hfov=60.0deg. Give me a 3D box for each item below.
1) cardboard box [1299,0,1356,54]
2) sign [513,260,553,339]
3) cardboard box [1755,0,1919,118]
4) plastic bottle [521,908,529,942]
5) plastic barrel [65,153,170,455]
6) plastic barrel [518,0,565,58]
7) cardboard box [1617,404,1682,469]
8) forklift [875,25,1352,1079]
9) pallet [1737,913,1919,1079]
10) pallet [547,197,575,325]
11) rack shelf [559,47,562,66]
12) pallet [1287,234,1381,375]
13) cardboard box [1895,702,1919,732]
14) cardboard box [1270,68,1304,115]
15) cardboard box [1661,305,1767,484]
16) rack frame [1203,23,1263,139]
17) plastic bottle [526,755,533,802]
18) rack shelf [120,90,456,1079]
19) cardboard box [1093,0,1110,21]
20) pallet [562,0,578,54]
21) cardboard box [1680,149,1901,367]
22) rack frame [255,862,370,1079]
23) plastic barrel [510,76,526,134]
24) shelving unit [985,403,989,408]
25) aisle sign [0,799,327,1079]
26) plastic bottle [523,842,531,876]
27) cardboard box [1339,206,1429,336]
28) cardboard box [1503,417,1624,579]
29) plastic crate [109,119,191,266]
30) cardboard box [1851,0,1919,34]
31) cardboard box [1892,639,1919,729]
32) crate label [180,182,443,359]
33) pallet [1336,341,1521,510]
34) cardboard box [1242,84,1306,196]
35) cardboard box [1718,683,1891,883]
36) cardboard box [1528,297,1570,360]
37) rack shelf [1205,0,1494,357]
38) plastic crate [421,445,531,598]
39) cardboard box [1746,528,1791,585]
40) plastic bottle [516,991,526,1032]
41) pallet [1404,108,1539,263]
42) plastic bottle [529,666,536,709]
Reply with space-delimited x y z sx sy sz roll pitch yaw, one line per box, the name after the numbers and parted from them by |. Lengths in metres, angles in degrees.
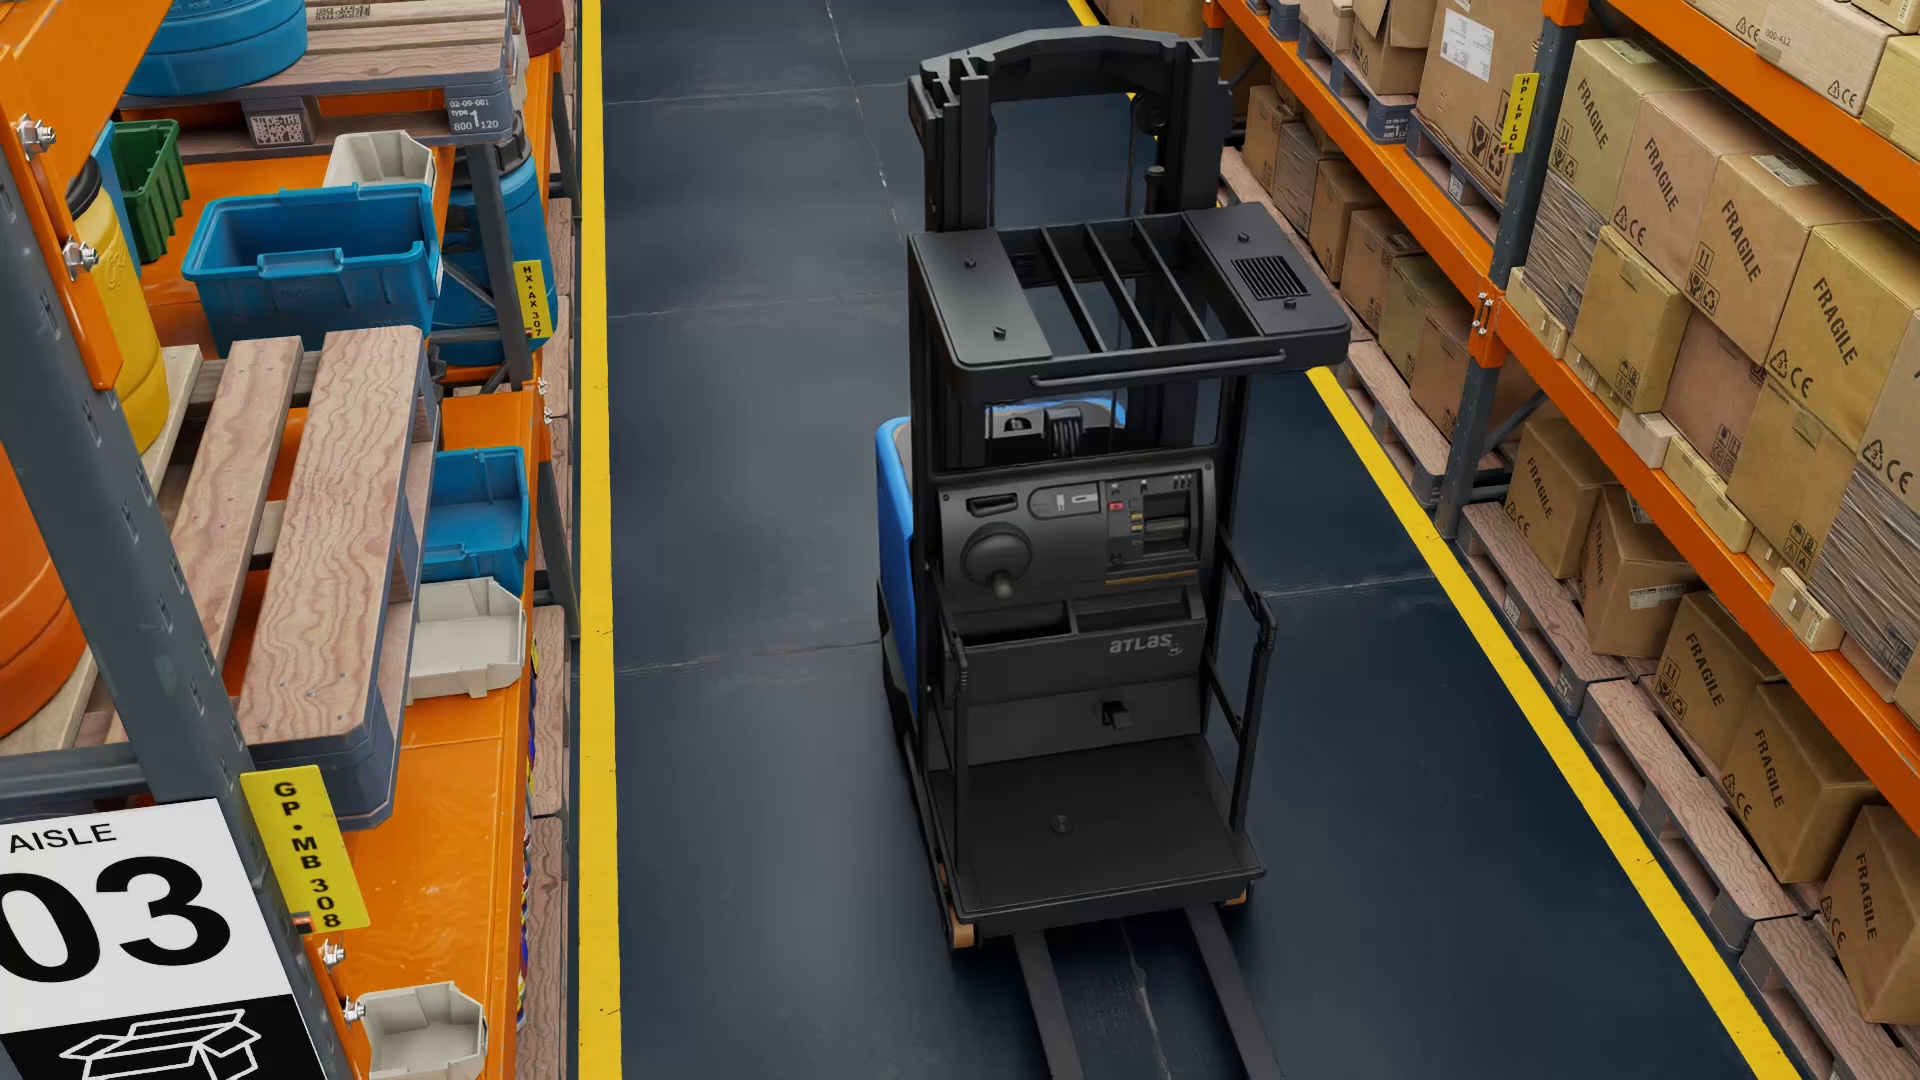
2.098 -2.757 8.634 0.500 0.250 0.500 -7 38 -9 | cardboard box
-1.601 -0.900 6.238 0.100 0.325 0.005 -6 38 -8 | sign
2.733 -1.477 4.883 0.500 0.250 0.500 -8 38 -10 | cardboard box
-1.514 1.246 5.567 0.097 0.271 0.097 0 38 0 | plastic bottle
-1.768 -0.422 2.908 0.600 0.588 0.600 0 38 0 | plastic barrel
-2.466 -2.961 9.005 0.600 0.536 0.708 -6 38 -8 | plastic barrel
2.632 -0.404 6.030 0.380 0.149 0.250 -6 38 -8 | cardboard box
0.435 0.037 5.314 1.130 2.935 3.031 -7 38 -9 | forklift
3.312 1.706 5.383 1.003 0.211 1.213 -6 38 -8 | pallet
-2.748 -1.581 9.613 1.003 0.211 1.213 -6 38 -8 | pallet
-3.196 -4.078 11.141 1.077 0.370 4.000 -6 38 -8 | rack shelf
2.377 -1.379 9.352 1.003 0.211 1.213 -6 38 -8 | pallet
3.011 0.489 4.880 0.380 0.149 0.250 -6 38 -8 | cardboard box
2.178 -2.769 9.936 0.500 0.250 0.500 -5 38 -6 | cardboard box
2.990 -0.553 5.693 0.875 0.500 0.500 -6 38 -8 | cardboard box
2.031 -3.687 10.051 1.000 3.000 0.127 -6 38 -8 | rack frame
-1.657 0.803 6.072 0.144 0.351 0.185 -6 38 -8 | plastic bottle
-1.794 -0.431 4.001 1.077 0.370 4.000 -6 38 -8 | rack shelf
1.619 -4.506 12.495 1.225 0.875 0.875 -7 38 -10 | cardboard box
-3.452 -3.999 12.725 1.003 0.211 1.213 -6 38 -8 | pallet
2.737 -0.920 5.350 0.500 0.500 0.500 -6 38 -8 | cardboard box
-1.443 1.677 3.146 1.000 3.000 0.127 -6 38 -8 | rack frame
-2.300 -2.098 7.895 0.433 0.535 0.433 0 38 0 | plastic barrel
-0.029 -0.574 7.511 0.258 1.200 0.503 -6 38 -8 | shelving unit
-1.142 0.663 2.333 0.394 0.787 0.004 -6 38 -8 | aisle sign
-1.567 1.063 5.802 0.097 0.271 0.097 0 38 0 | plastic bottle
2.482 -1.459 8.862 0.700 0.500 0.500 -9 39 -12 | cardboard box
2.763 -0.204 7.263 0.500 0.500 0.500 -7 38 -9 | cardboard box
-2.136 -0.857 4.136 0.336 0.188 0.450 -6 38 -8 | plastic crate
2.751 -1.541 4.641 0.380 0.149 0.250 -7 38 -9 | cardboard box
3.158 0.364 4.513 0.875 0.500 0.500 -6 38 -8 | cardboard box
-1.446 -0.614 3.772 0.502 0.251 0.408 -6 38 -8 | crate label
2.594 -0.640 8.402 1.003 0.211 1.213 -6 38 -8 | pallet
2.168 -2.471 10.165 0.700 0.500 0.500 -8 39 -10 | cardboard box
3.111 0.849 5.907 0.500 0.500 0.500 -3 38 -4 | cardboard box
2.505 -0.857 6.614 0.380 0.149 0.250 -6 38 -8 | cardboard box
2.381 -2.195 8.717 1.077 0.370 4.000 -6 38 -8 | rack shelf
-1.683 -0.041 5.478 0.499 0.251 0.616 -6 38 -8 | plastic crate
2.838 0.041 5.457 0.380 0.149 0.250 -6 38 -8 | cardboard box
-1.454 1.453 5.301 0.097 0.271 0.097 0 38 0 | plastic bottle
2.741 -1.673 7.615 1.003 0.211 1.213 -6 38 -8 | pallet
-1.748 0.492 6.473 0.144 0.351 0.185 -7 38 -9 | plastic bottle
